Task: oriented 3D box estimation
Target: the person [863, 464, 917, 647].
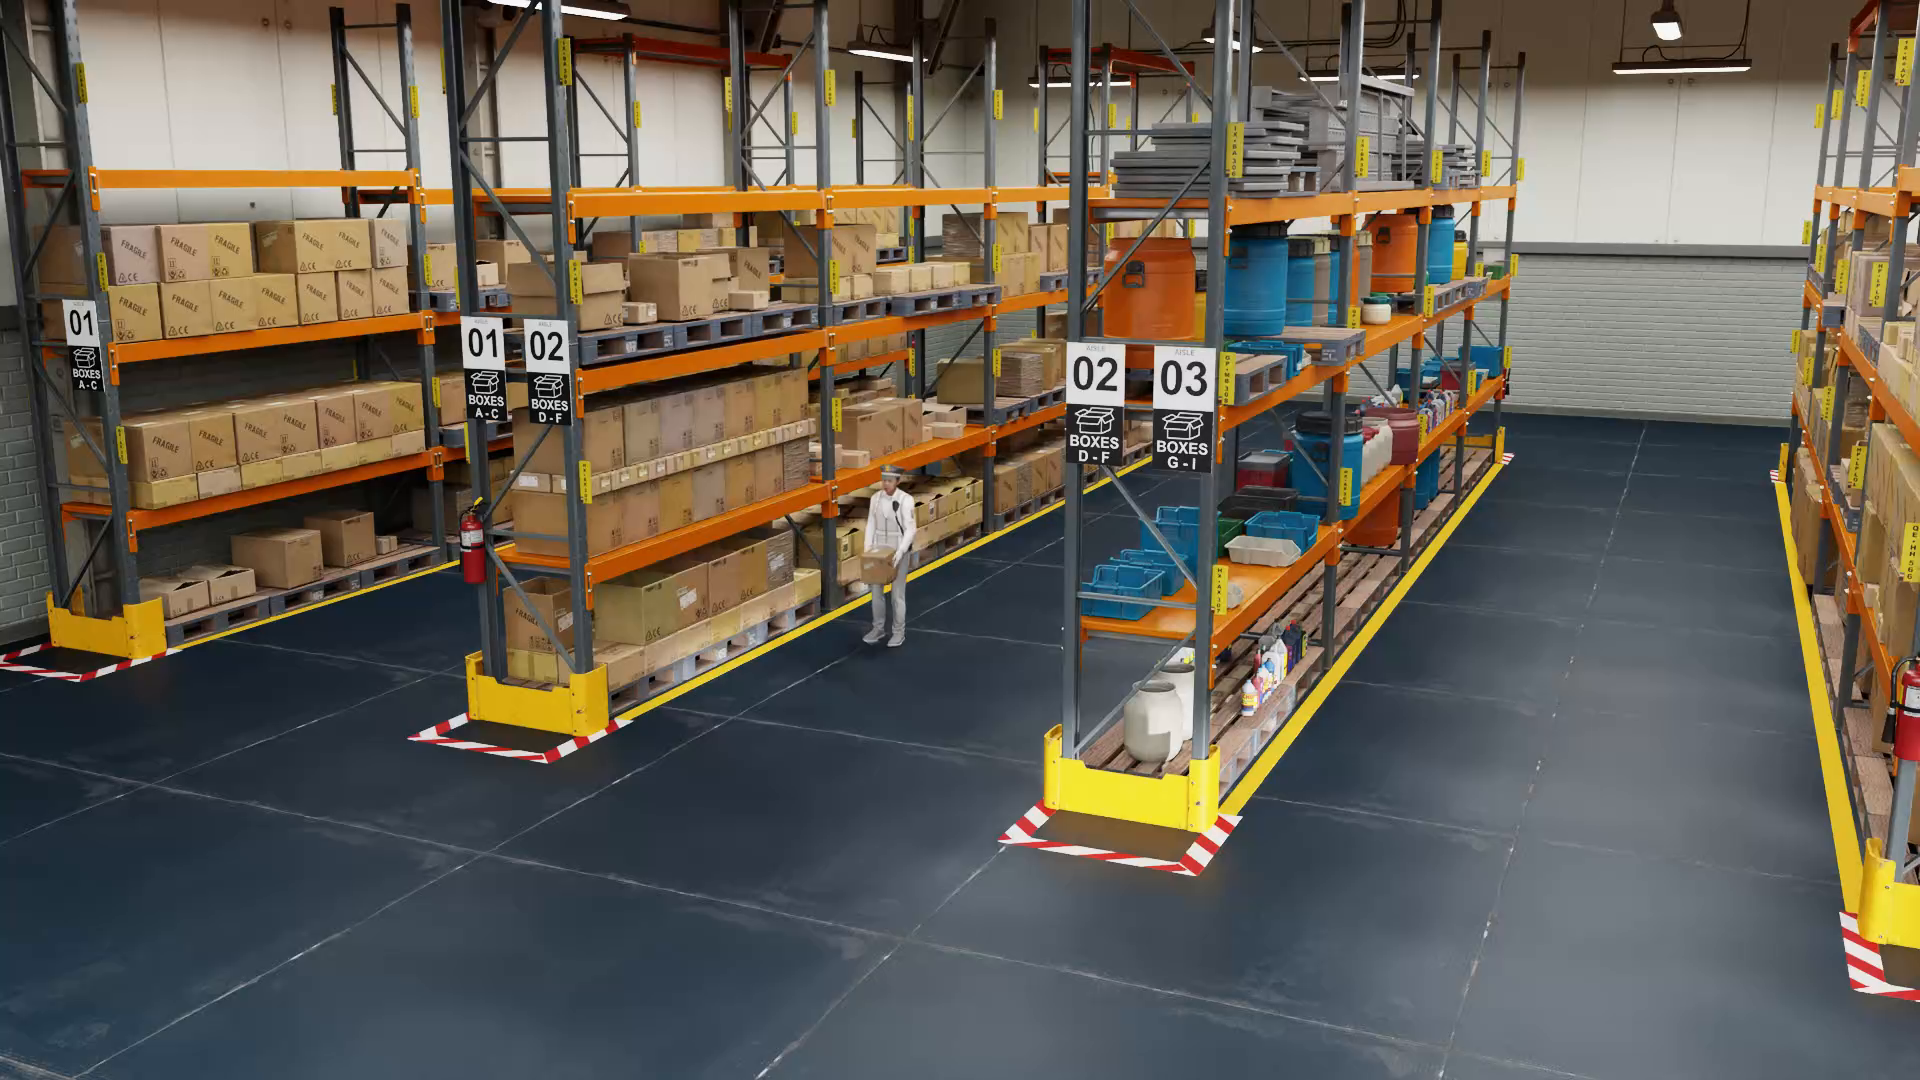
[{"bbox_3d":[-0.650,0.123,15.350,0.500,1.684,0.411,5,13,22],"label":"person"}]
